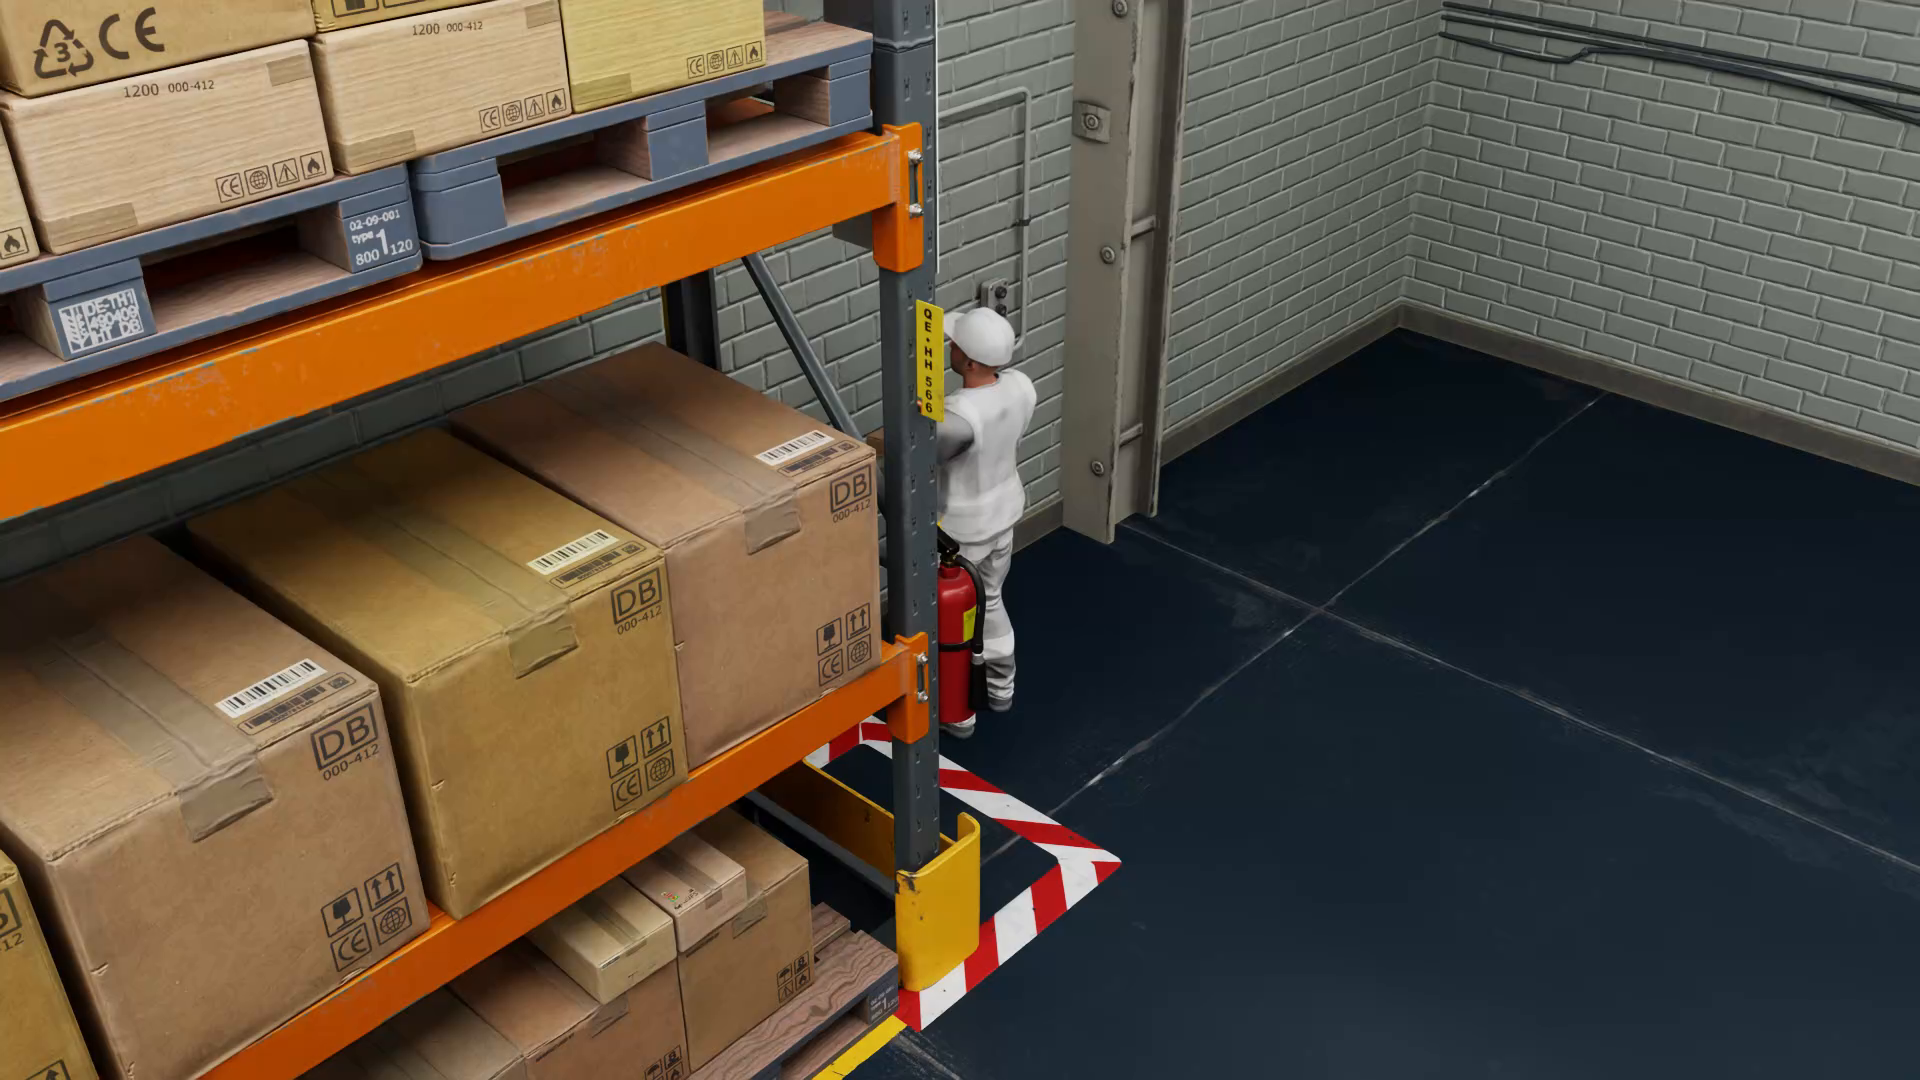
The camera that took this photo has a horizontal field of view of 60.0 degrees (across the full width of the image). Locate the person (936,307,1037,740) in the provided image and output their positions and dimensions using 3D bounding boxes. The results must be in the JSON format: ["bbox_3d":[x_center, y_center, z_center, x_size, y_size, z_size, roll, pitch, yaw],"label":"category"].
[{"bbox_3d":[-0.040,-0.088,6.263,0.564,1.782,0.494,24,38,34],"label":"person"}]
